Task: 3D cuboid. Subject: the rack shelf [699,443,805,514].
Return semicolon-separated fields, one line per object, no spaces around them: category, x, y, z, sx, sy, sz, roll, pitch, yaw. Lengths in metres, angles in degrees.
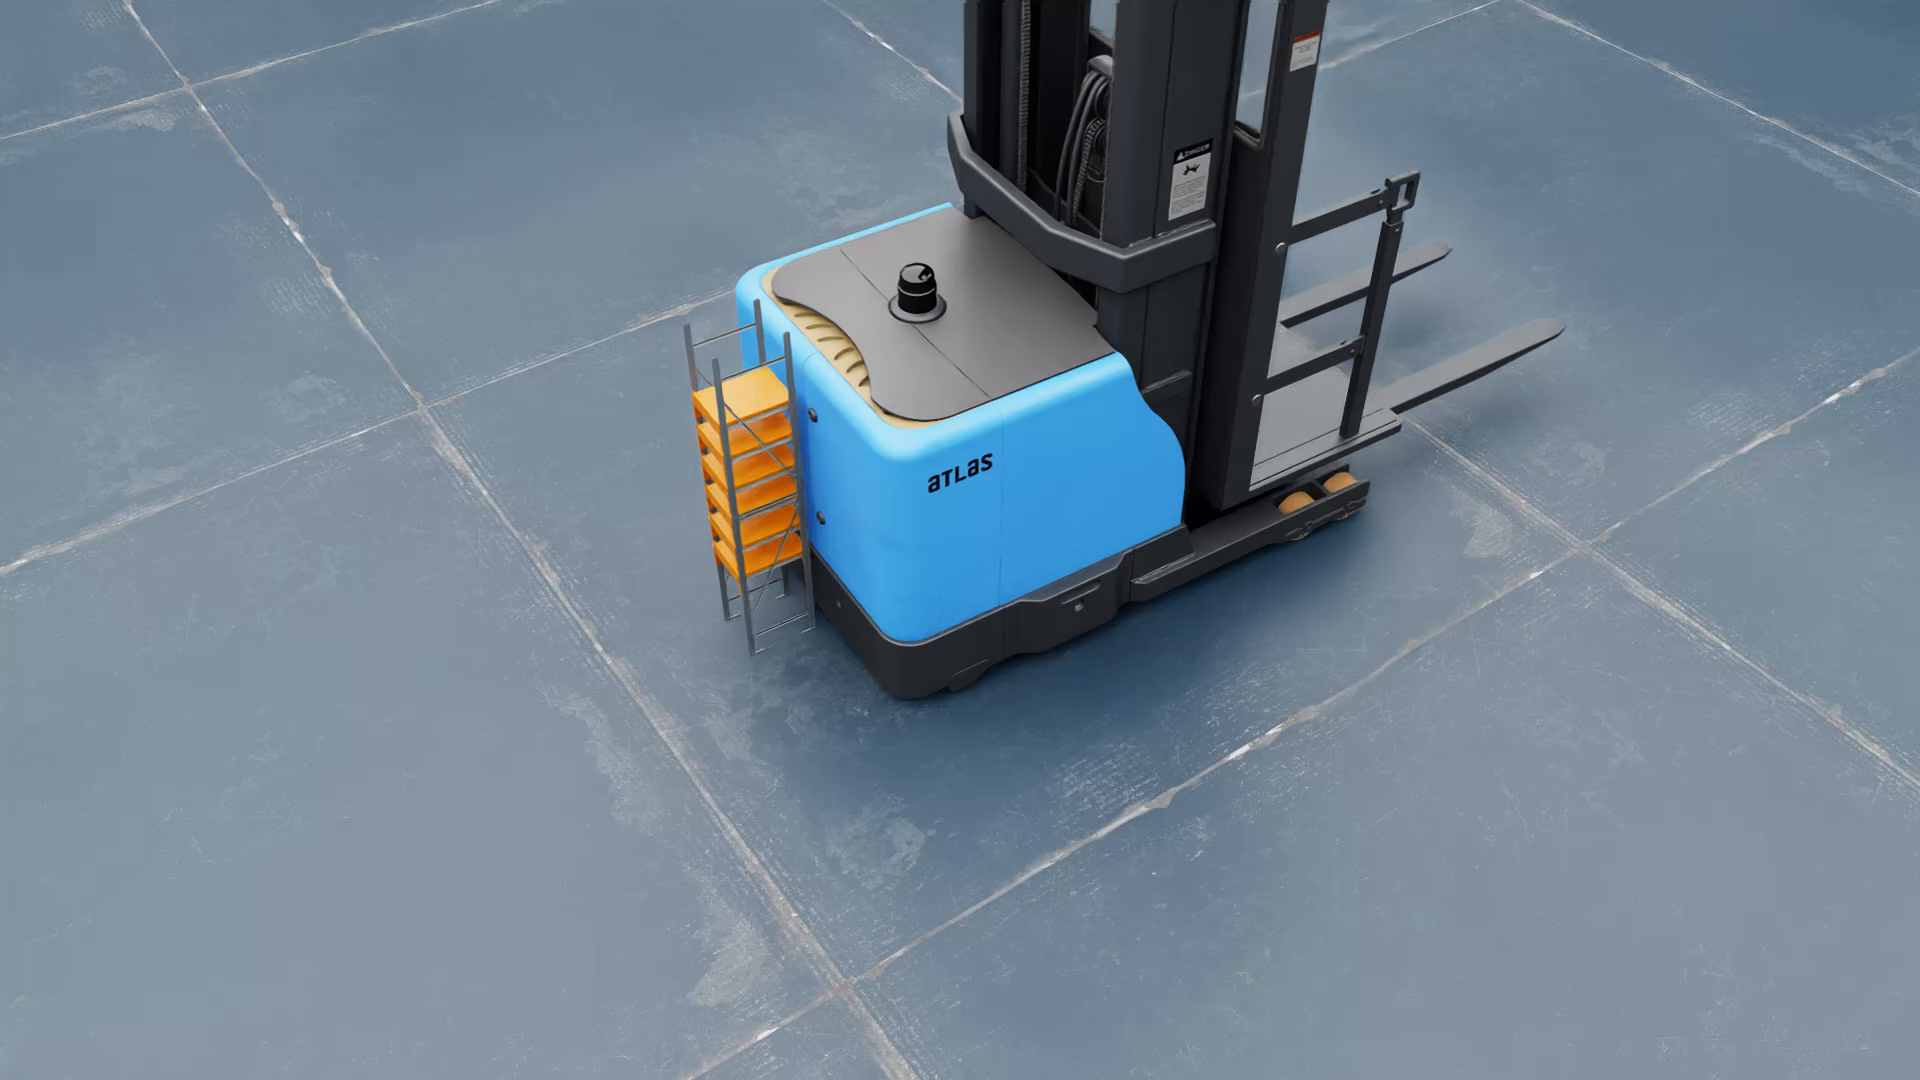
rack shelf;-0.624;-0.211;4.993;0.258;0.103;0.180;-23;48;-22

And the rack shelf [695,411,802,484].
rack shelf;-0.624;-0.298;4.910;0.258;0.103;0.180;-23;48;-22

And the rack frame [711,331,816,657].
rack frame;-0.575;-0.103;4.989;0.240;1.200;0.006;-23;48;-22

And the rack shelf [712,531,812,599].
rack shelf;-0.623;0.049;5.241;0.258;0.103;0.180;-23;48;-22

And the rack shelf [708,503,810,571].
rack shelf;-0.624;-0.038;5.159;0.258;0.103;0.180;-23;48;-22

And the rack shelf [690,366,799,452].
rack shelf;-0.624;-0.385;4.827;0.258;0.103;0.180;-23;48;-22

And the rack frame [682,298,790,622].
rack frame;-0.672;-0.210;5.101;0.240;1.200;0.006;-23;48;-22

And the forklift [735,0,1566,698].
forklift;0.824;-1.349;5.041;3.031;2.935;1.130;-23;48;-22

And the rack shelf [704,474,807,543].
rack shelf;-0.624;-0.124;5.076;0.258;0.103;0.180;-23;48;-22

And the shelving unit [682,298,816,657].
shelving unit;-0.624;-0.157;5.045;0.258;1.200;0.189;-23;48;-22
